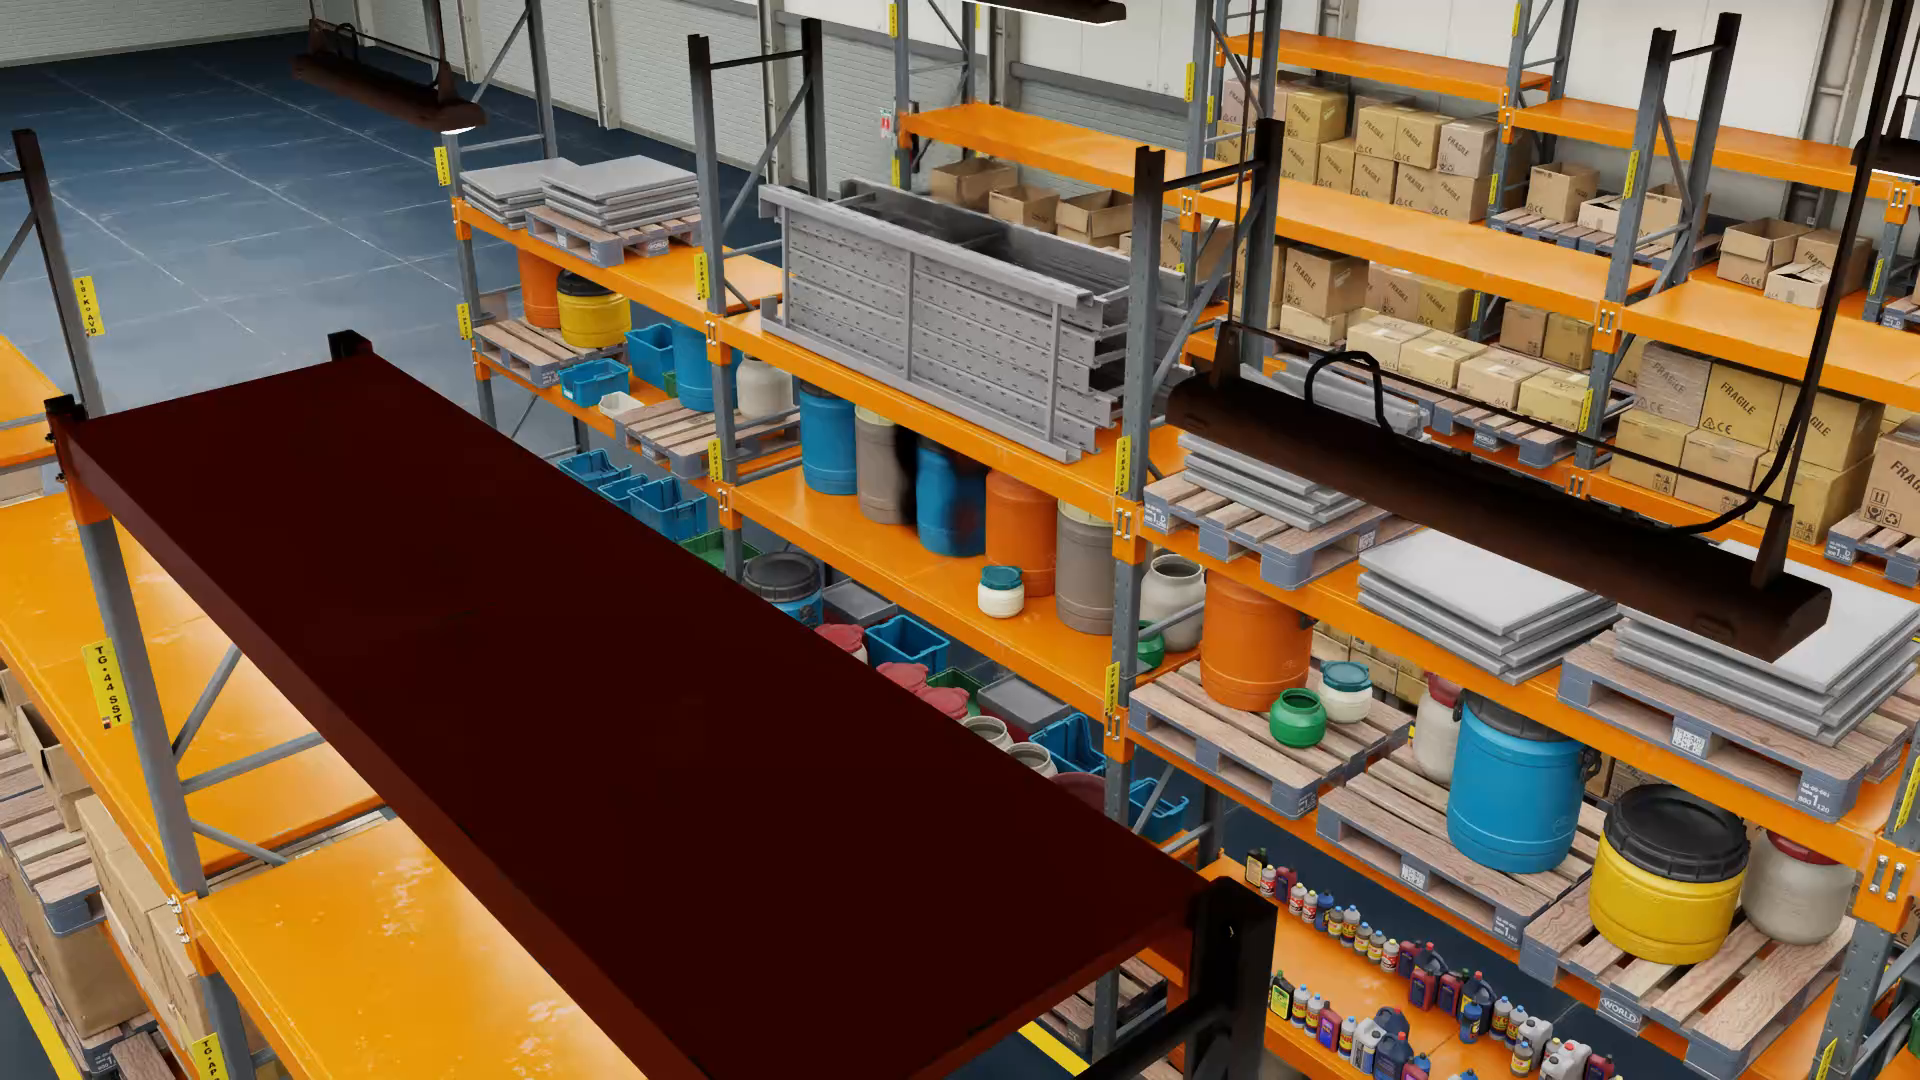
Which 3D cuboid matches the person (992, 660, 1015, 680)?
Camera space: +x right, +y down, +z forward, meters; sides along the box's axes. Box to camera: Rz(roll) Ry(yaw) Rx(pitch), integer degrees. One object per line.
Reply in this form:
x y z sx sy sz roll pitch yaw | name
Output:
0.407 0.782 13.424 0.677 1.834 0.814 -20 33 -34 | person
